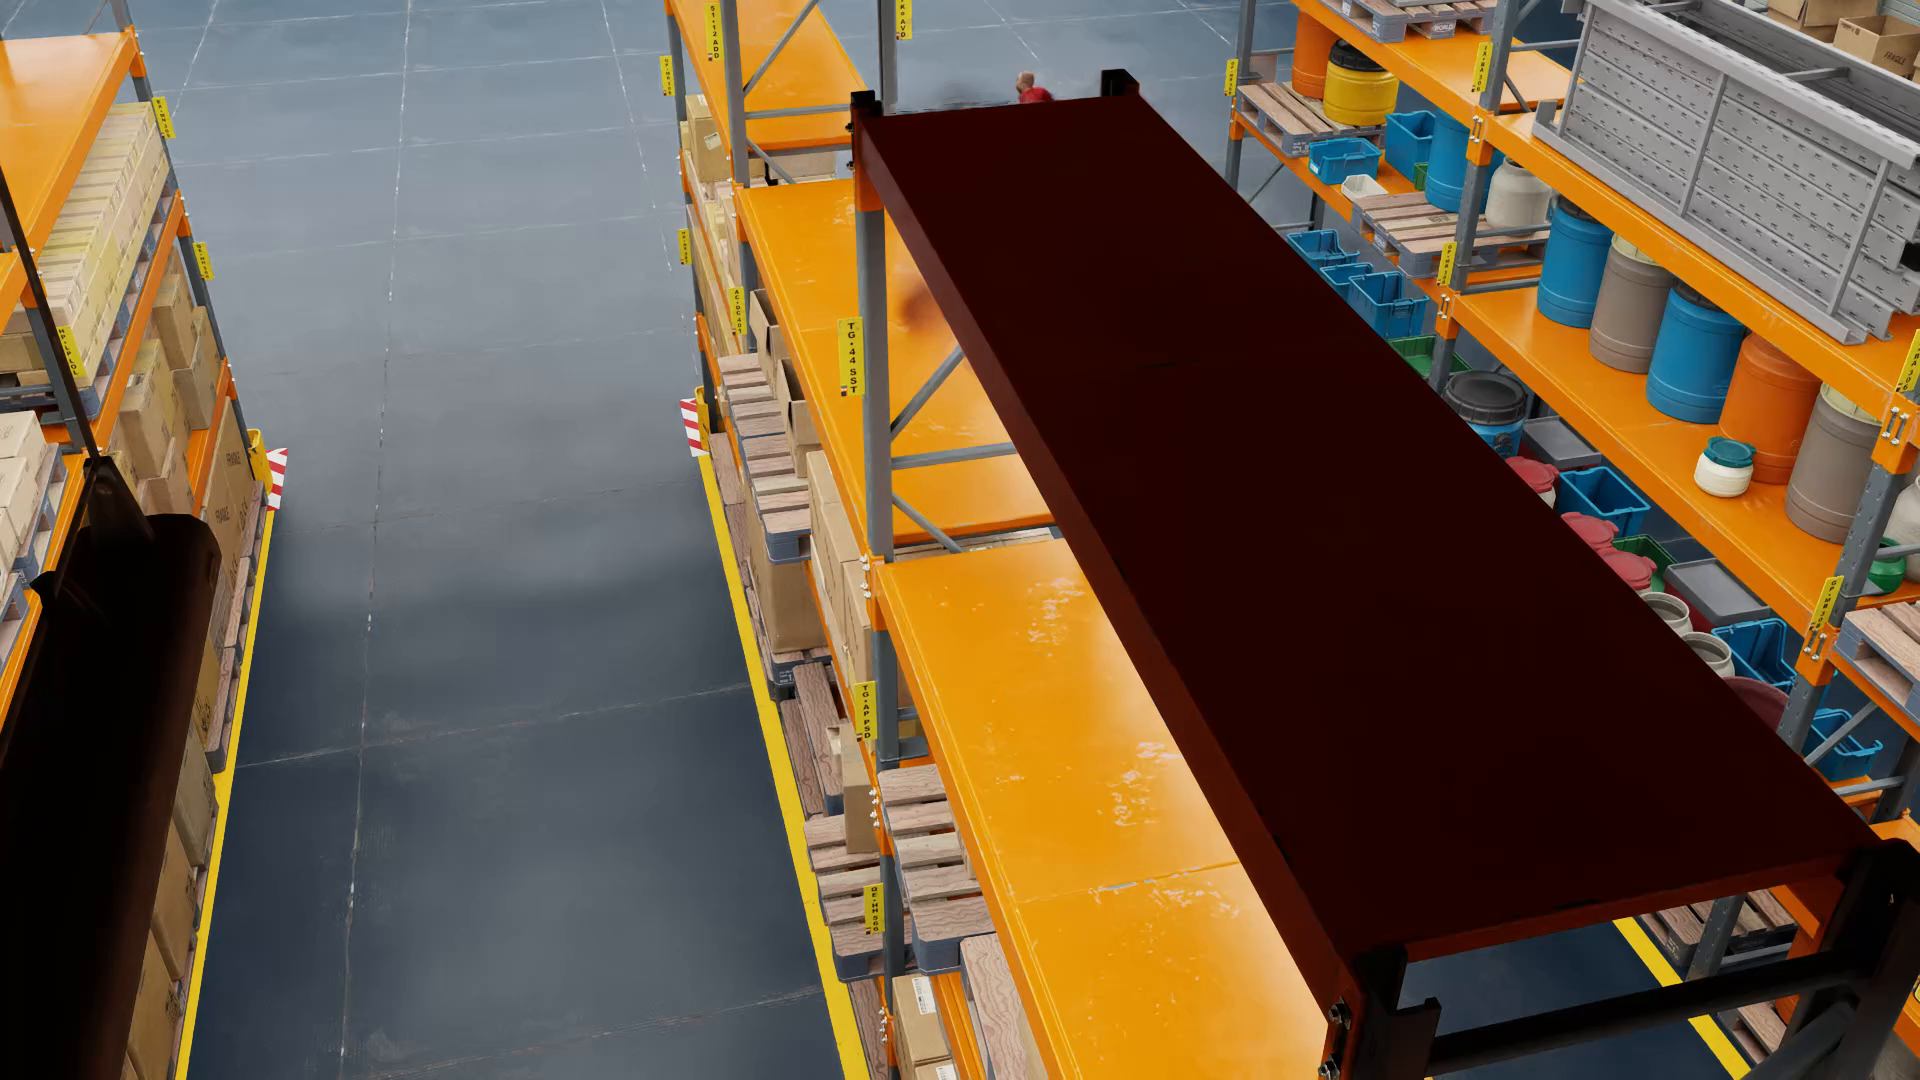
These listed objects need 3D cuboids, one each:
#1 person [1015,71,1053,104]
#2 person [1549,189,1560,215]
[{"bbox_3d":[0.871,-4.647,19.437,0.711,1.683,0.700,12,36,17],"label":"person"},{"bbox_3d":[6.649,-4.301,19.034,0.681,1.543,0.521,9,35,12],"label":"person"}]
